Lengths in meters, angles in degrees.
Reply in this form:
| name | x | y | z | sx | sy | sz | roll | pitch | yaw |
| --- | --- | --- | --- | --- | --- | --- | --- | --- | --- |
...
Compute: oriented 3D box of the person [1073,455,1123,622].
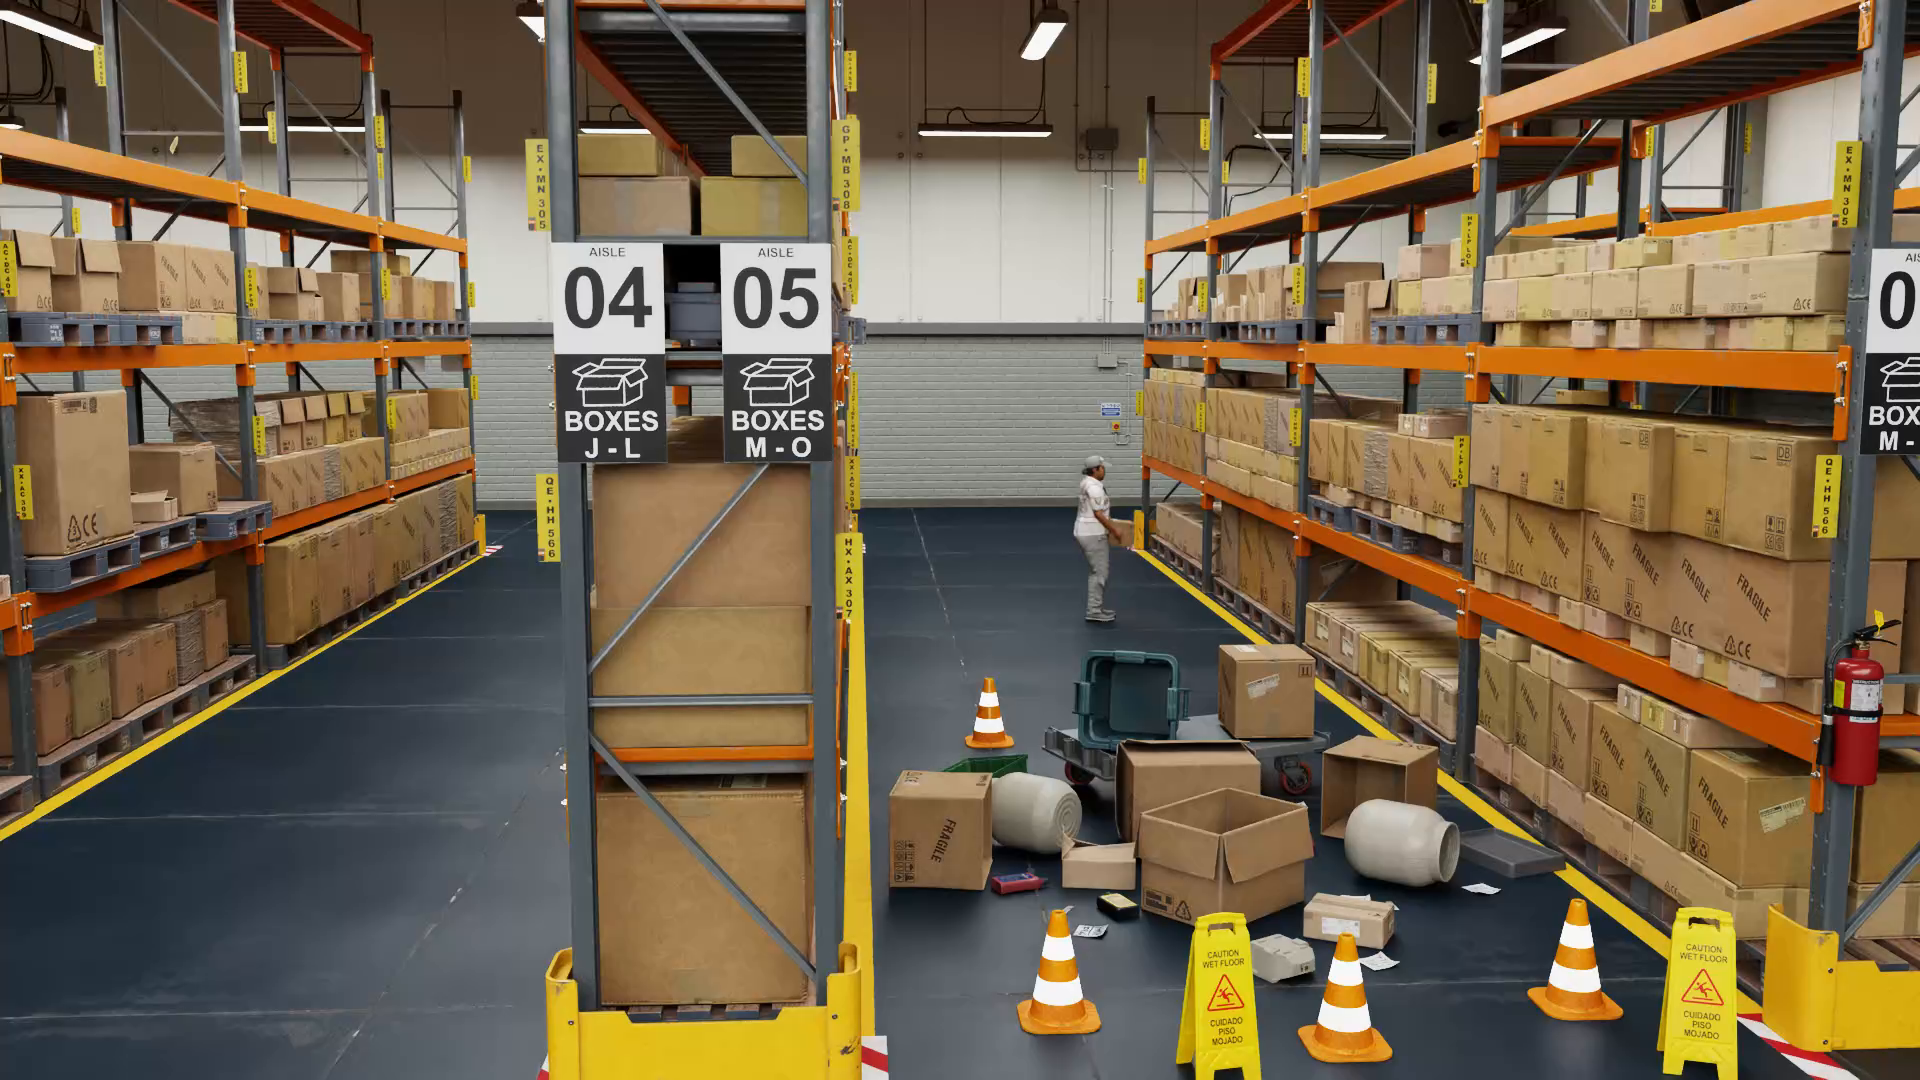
| name | x | y | z | sx | sy | sz | roll | pitch | yaw |
| --- | --- | --- | --- | --- | --- | --- | --- | --- | --- |
| person | 1.409 | -0.028 | 16.939 | 0.490 | 1.671 | 0.493 | -1 | 7 | -4 |
